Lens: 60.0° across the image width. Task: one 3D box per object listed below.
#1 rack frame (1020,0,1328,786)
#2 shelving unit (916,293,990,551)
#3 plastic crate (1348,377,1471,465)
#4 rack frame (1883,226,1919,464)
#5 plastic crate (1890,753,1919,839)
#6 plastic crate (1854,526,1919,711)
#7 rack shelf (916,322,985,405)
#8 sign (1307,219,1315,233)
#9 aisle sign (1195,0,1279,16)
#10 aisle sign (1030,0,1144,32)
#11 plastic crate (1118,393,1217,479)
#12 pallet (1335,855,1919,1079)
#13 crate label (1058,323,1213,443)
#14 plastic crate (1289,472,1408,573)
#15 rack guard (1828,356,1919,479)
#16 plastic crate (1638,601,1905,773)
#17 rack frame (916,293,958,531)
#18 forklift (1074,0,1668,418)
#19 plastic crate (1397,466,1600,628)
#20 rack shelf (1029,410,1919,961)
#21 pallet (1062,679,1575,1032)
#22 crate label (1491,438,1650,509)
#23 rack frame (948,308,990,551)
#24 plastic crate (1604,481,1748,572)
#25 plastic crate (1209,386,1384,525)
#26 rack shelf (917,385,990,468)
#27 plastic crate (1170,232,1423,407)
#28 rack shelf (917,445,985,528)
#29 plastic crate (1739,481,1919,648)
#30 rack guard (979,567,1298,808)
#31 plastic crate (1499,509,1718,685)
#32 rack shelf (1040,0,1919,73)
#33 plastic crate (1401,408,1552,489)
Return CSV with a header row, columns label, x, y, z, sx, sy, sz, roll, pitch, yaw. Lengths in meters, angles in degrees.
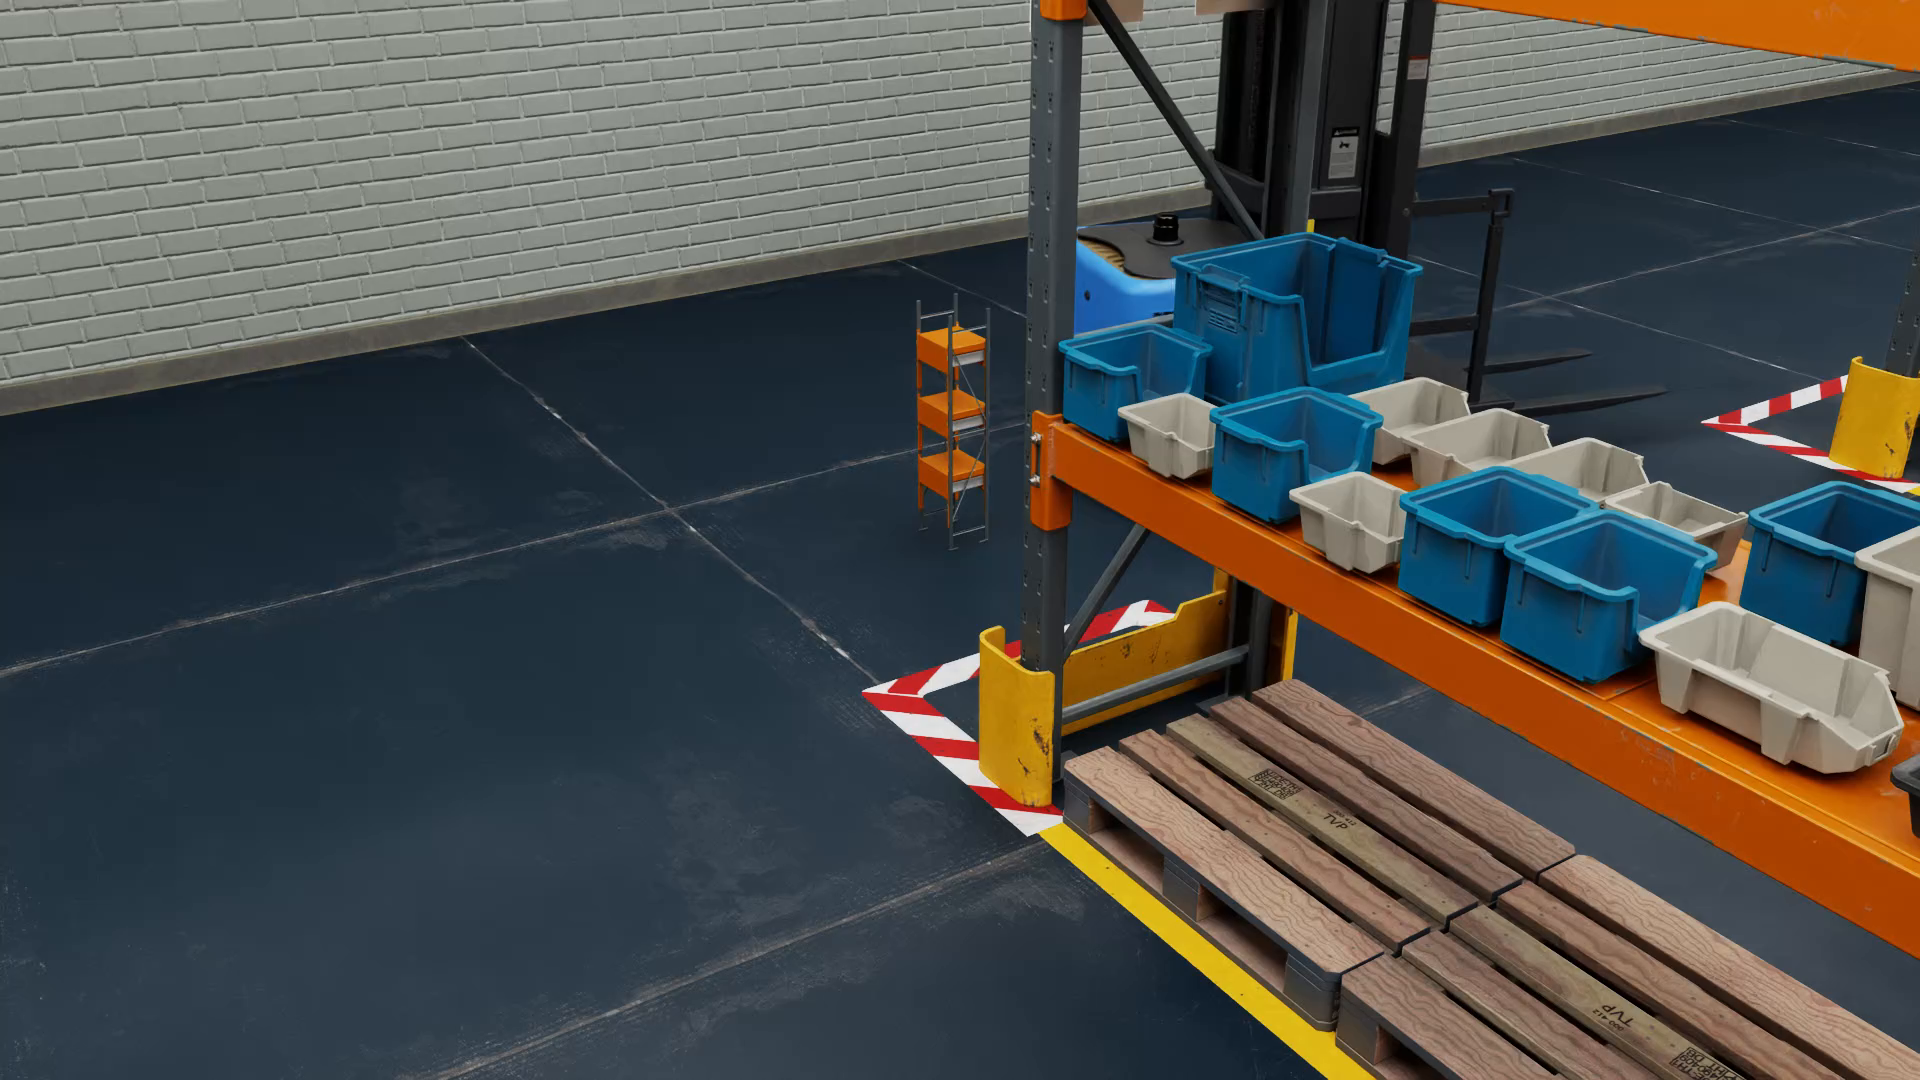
label,x,y,z,sx,sy,sz,roll,pitch,yaw
rack frame,0.646,-0.666,5.147,1.000,3.000,0.127,-16,29,-30
shelving unit,-0.029,-0.494,7.066,0.215,1.050,0.252,-16,29,-30
plastic crate,1.243,-0.325,4.662,0.396,0.136,0.243,-16,29,-30
rack frame,4.796,-1.820,7.592,1.000,3.000,0.127,-16,29,-30
plastic crate,1.993,0.524,2.878,0.437,0.125,0.590,-16,29,-30
plastic crate,2.150,0.202,3.377,0.437,0.282,0.530,-16,29,-30
rack shelf,-0.029,-0.741,6.950,0.215,0.259,0.240,-16,29,-30
sign,1.098,-0.874,5.396,0.100,0.325,0.005,-16,29,-30
aisle sign,0.852,-1.936,4.792,0.394,0.787,0.004,-16,29,-30
aisle sign,0.358,-1.798,4.500,0.394,0.787,0.004,-16,29,-30
plastic crate,0.611,-0.275,4.557,0.250,0.136,0.298,-16,29,-30
pallet,1.725,1.335,4.175,1.003,0.211,1.213,-16,29,-30
crate label,0.505,-0.453,4.821,0.416,0.233,0.303,-16,29,-30
plastic crate,0.981,-0.032,4.043,0.250,0.136,0.298,-16,29,-30
rack guard,4.783,-0.699,8.144,1.175,0.500,0.348,-16,29,-30
plastic crate,1.627,0.304,3.331,0.293,0.136,0.466,-16,29,-30
rack frame,-0.096,-0.538,7.159,0.200,1.050,0.008,-16,29,-30
forklift,1.996,-1.814,7.659,3.031,2.935,1.130,-7,26,-15
plastic crate,1.224,0.018,3.823,0.416,0.233,0.300,-16,29,-30
rack shelf,1.738,0.375,3.786,1.077,0.370,4.000,-16,29,-30
pallet,1.064,0.899,5.099,1.003,0.211,1.213,-16,29,-30
crate label,1.561,-0.124,4.237,0.396,0.136,0.243,-16,29,-30
rack frame,0.037,-0.450,6.974,0.200,1.050,0.008,-16,29,-30
plastic crate,1.739,-0.022,4.022,0.298,0.136,0.250,-16,29,-30
plastic crate,0.864,-0.217,4.322,0.416,0.233,0.300,-16,29,-30
rack shelf,-0.029,-0.484,7.071,0.215,0.259,0.240,-16,29,-30
plastic crate,0.985,-0.633,4.965,0.616,0.435,0.499,-16,29,-30
rack shelf,-0.029,-0.233,7.190,0.215,0.259,0.240,-16,29,-30
plastic crate,1.982,0.057,3.741,0.416,0.233,0.300,-16,29,-30
rack guard,0.622,0.459,5.693,1.175,0.500,0.348,-16,29,-30
plastic crate,1.387,0.126,3.596,0.416,0.233,0.300,-16,29,-30
rack shelf,1.738,-0.982,3.145,1.077,0.370,4.000,-16,29,-30
plastic crate,1.389,-0.218,4.436,0.396,0.136,0.243,-16,29,-30
